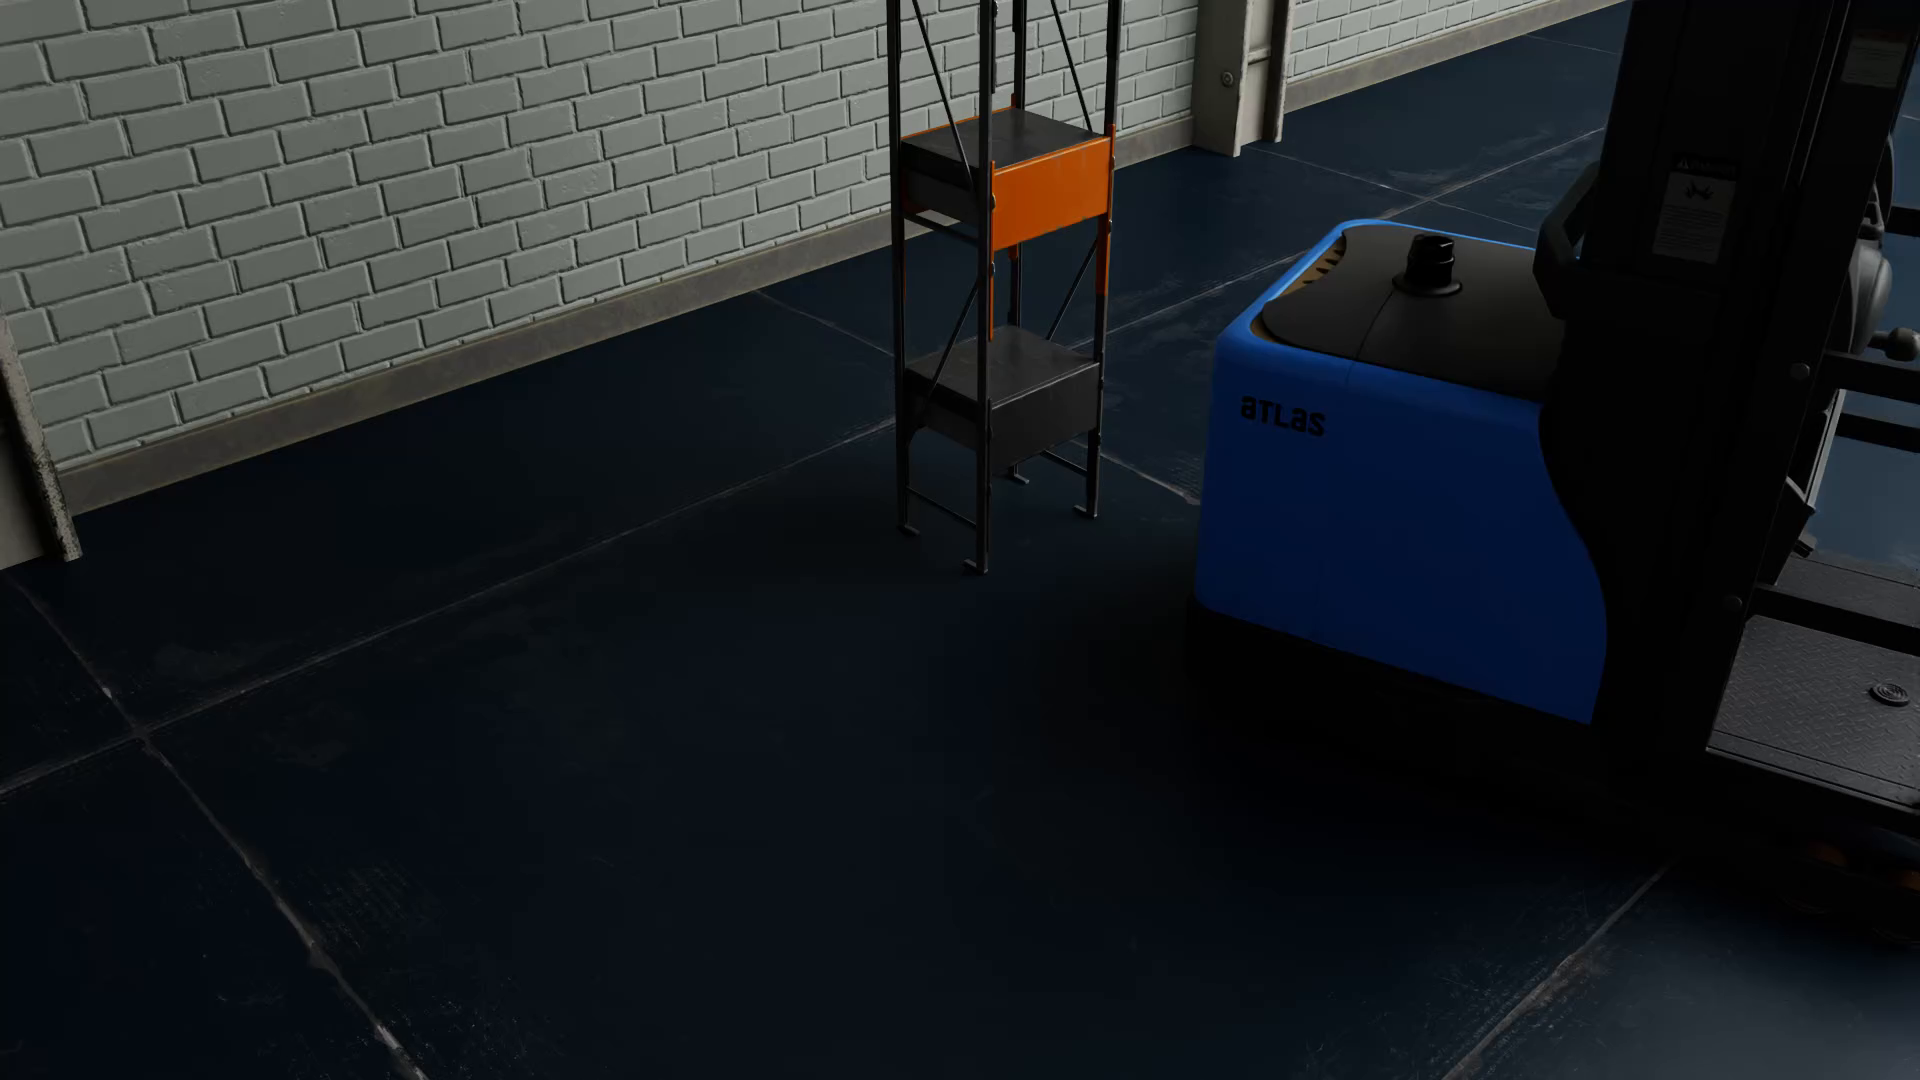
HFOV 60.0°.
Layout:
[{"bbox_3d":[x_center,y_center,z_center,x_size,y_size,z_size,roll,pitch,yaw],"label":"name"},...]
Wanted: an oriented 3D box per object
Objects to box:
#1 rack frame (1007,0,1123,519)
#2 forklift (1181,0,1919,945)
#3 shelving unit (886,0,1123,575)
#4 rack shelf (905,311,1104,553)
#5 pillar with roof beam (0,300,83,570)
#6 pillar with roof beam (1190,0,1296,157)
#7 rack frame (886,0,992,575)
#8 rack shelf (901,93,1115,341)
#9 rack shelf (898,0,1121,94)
[{"bbox_3d":[0.300,-1.041,4.940,0.015,2.100,0.400,-26,40,-35],"label":"rack frame"},{"bbox_3d":[2.138,-0.657,3.514,3.031,2.935,1.130,17,35,25],"label":"forklift"},{"bbox_3d":[0.121,-0.955,4.798,0.503,2.100,0.431,-26,40,-35],"label":"shelving unit"},{"bbox_3d":[0.121,-0.346,5.171,0.480,0.518,0.431,-26,40,-35],"label":"rack shelf"},{"bbox_3d":[-0.048,-2.132,0.110,0.400,9.000,9.100,-26,40,-35],"label":"pillar with roof beam"},{"bbox_3d":[4.352,-4.260,3.591,0.400,9.000,9.100,-26,40,-35],"label":"pillar with roof beam"},{"bbox_3d":[-0.058,-0.868,4.657,0.015,2.100,0.400,-26,40,-35],"label":"rack frame"},{"bbox_3d":[0.121,-0.943,4.805,0.480,0.518,0.431,-26,40,-35],"label":"rack shelf"},{"bbox_3d":[0.121,-1.540,4.440,0.480,0.518,0.431,-26,40,-35],"label":"rack shelf"}]
